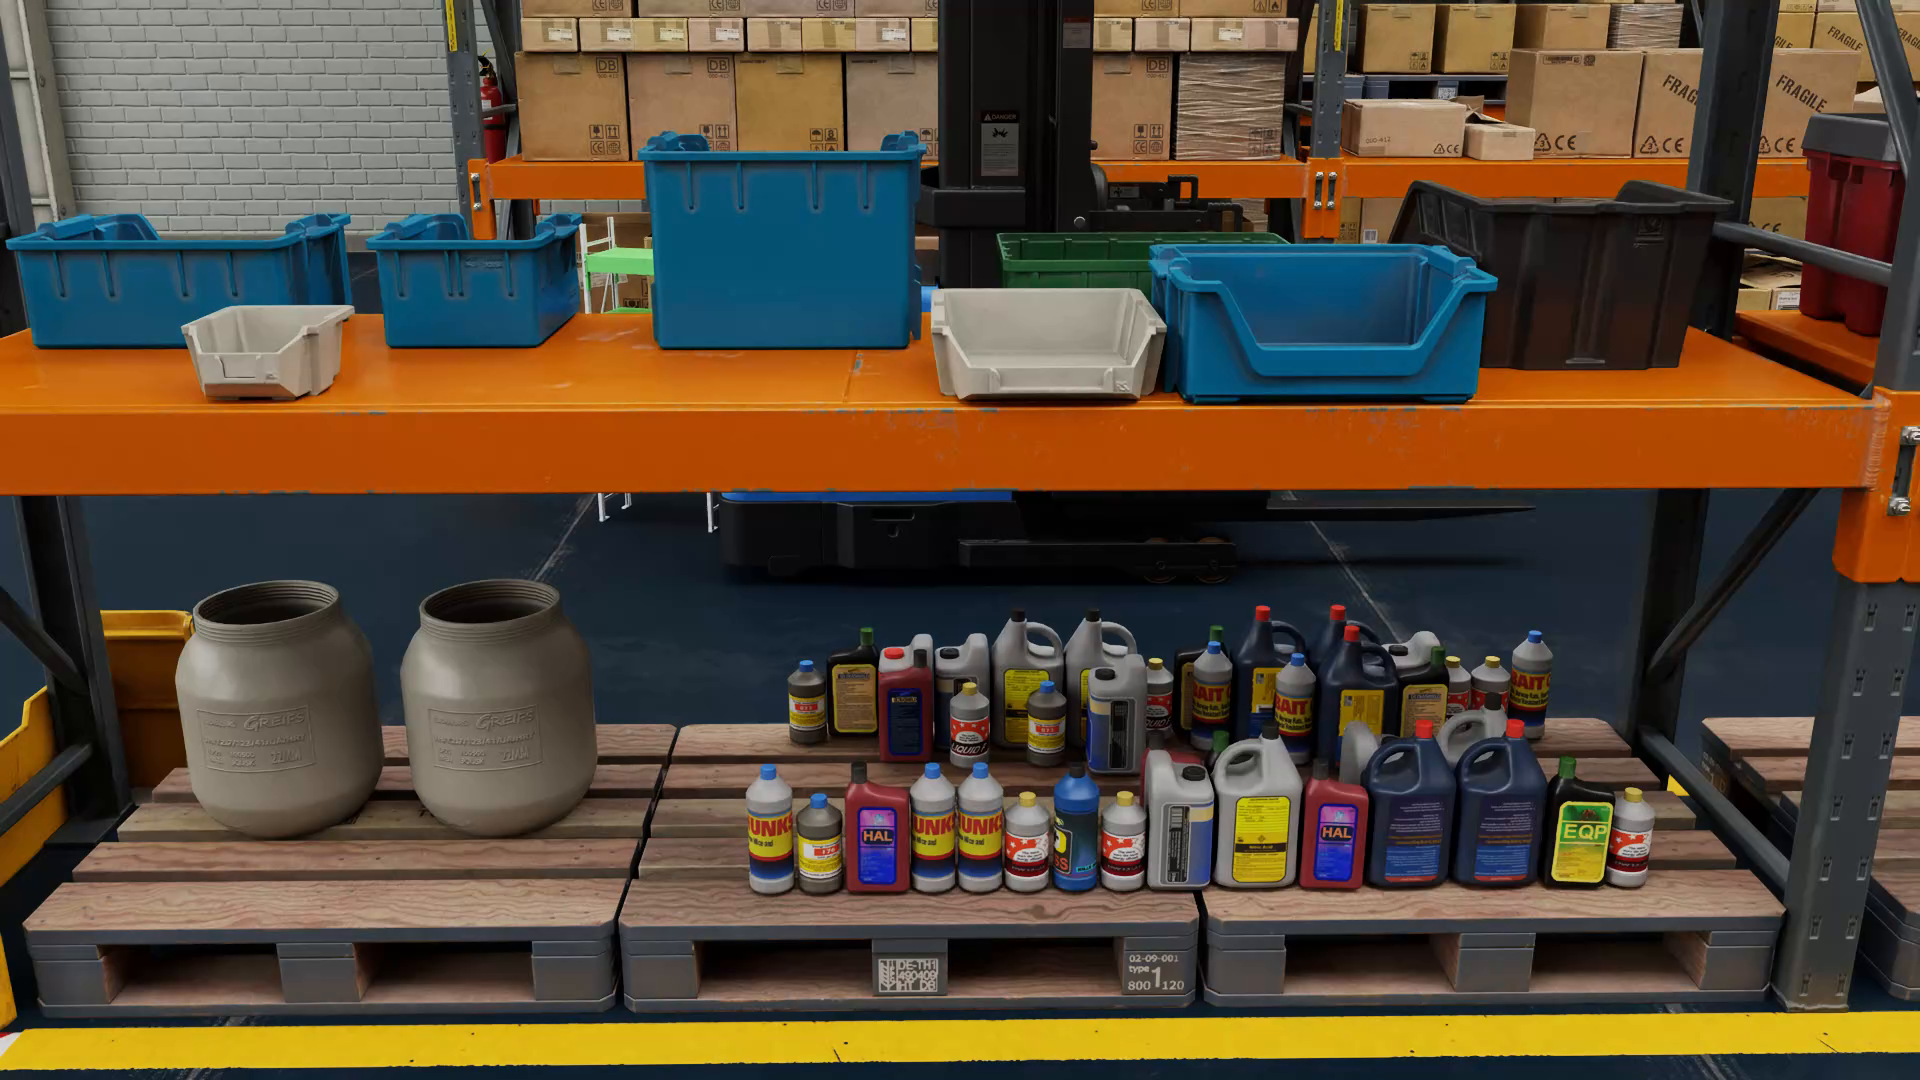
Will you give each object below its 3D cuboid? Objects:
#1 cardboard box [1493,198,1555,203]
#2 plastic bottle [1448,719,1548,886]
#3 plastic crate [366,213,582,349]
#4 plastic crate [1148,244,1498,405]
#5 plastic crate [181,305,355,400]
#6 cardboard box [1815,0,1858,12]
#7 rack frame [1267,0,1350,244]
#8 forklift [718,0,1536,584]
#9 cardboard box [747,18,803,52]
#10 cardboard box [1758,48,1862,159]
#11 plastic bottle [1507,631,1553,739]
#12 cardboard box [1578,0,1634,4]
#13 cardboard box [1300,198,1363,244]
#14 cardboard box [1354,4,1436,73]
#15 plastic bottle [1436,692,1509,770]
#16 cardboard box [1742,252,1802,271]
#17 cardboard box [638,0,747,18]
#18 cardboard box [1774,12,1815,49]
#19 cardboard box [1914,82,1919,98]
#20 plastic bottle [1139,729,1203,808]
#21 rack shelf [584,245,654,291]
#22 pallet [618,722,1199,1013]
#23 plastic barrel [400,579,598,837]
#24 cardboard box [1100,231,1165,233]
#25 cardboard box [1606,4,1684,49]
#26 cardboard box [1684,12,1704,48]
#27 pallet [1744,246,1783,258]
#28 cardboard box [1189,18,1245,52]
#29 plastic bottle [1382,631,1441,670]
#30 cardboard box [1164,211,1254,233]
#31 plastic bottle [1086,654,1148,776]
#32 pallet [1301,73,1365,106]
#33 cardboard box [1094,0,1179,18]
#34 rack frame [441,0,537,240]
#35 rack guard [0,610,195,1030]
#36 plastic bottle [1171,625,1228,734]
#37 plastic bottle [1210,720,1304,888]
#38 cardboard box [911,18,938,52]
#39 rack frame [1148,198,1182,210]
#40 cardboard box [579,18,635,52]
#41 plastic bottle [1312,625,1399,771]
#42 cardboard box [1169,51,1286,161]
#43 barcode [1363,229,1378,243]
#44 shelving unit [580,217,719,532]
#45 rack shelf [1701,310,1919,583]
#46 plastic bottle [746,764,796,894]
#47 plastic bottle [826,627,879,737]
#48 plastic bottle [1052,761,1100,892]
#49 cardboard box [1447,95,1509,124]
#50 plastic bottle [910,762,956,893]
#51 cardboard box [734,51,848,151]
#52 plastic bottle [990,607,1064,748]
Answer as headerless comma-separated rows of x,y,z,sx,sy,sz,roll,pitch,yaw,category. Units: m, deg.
4.389,-2.672,13.337,0.500,0.500,0.700,0,18,-1,cardboard box
1.142,0.549,3.541,0.185,0.351,0.144,-1,18,-2,plastic bottle
-1.073,-0.599,3.747,0.408,0.251,0.499,0,18,-1,plastic crate
0.680,-0.435,3.235,0.616,0.251,0.499,0,18,-1,plastic crate
-1.318,-0.355,3.175,0.250,0.136,0.298,0,18,-1,plastic crate
6.620,-4.121,12.572,0.500,0.250,0.500,-1,18,-2,cardboard box
1.707,-2.106,8.203,0.127,3.000,1.000,0,18,-1,rack frame
0.630,-1.399,6.110,3.031,2.935,1.130,0,18,-1,forklift
-0.864,-2.385,7.847,0.250,0.149,0.380,-1,18,-3,cardboard box
4.029,-2.160,8.207,0.500,0.500,0.500,-1,18,-4,cardboard box
1.456,0.364,4.249,0.097,0.271,0.097,0,18,0,plastic bottle
4.959,-4.188,12.746,0.250,0.149,0.380,-3,18,-10,cardboard box
2.877,-2.665,13.317,0.500,0.500,0.700,-1,18,-2,cardboard box
3.352,-3.882,12.854,0.500,0.500,0.700,2,18,7,cardboard box
1.140,0.505,3.678,0.185,0.351,0.144,0,18,-1,plastic bottle
4.143,-1.364,8.784,0.500,0.311,0.500,-1,18,-2,cardboard box
-1.246,-2.755,7.938,0.500,0.500,0.700,-1,18,-2,cardboard box
6.115,-3.762,12.680,0.500,0.500,0.500,0,18,1,cardboard box
7.244,-3.474,12.845,0.250,0.149,0.380,0,18,0,cardboard box
0.463,0.551,3.646,0.133,0.283,0.061,0,18,-1,plastic bottle
-1.194,-1.056,6.514,0.480,0.148,0.258,6,19,17,rack shelf
-0.113,0.731,3.922,1.213,0.211,1.003,0,18,-1,pallet
-1.060,0.381,3.833,0.421,0.512,0.421,0,18,0,plastic barrel
0.747,-1.286,8.233,0.500,0.500,0.500,0,18,-1,cardboard box
5.155,-3.890,12.881,0.500,0.500,0.700,-2,18,-7,cardboard box
6.093,-3.920,13.174,0.500,0.500,0.500,0,18,-1,cardboard box
6.414,-2.292,13.346,1.213,0.211,1.003,0,18,-1,pallet
1.192,-2.396,7.879,0.250,0.149,0.380,-1,18,-2,cardboard box
1.133,0.371,4.218,0.135,0.276,0.152,0,18,1,plastic bottle
1.239,-1.448,8.736,0.500,0.500,0.500,0,18,-1,cardboard box
0.382,0.419,4.069,0.135,0.276,0.152,0,18,-1,plastic bottle
2.392,-3.487,12.822,1.213,0.211,1.003,0,18,-1,pallet
0.759,-2.765,7.968,0.500,0.500,0.700,0,18,-1,cardboard box
-2.292,-2.087,8.143,0.127,3.000,1.000,0,18,-1,rack frame
-2.142,0.601,3.855,0.348,0.500,1.175,0,18,-1,rack guard
0.614,0.356,4.252,0.133,0.283,0.061,1,18,2,plastic bottle
0.628,0.552,3.533,0.185,0.351,0.144,0,18,-1,plastic bottle
-0.096,-2.388,7.856,0.250,0.149,0.380,0,18,1,cardboard box
1.625,-3.619,12.920,0.127,3.000,1.000,0,18,-1,rack frame
-1.632,-2.382,7.836,0.250,0.149,0.380,-1,18,-2,cardboard box
0.970,0.379,4.070,0.185,0.351,0.144,0,18,-1,plastic bottle
1.264,-2.150,8.175,0.500,0.500,0.700,-1,18,-2,cardboard box
1.969,-1.457,7.979,0.075,0.075,0.001,0,18,-1,barcode
-1.194,-0.660,6.641,0.503,1.200,0.258,6,19,17,shelving unit
3.782,-0.261,3.627,4.000,0.370,1.077,0,18,-1,rack shelf
-0.400,0.602,3.507,0.097,0.271,0.097,0,18,0,plastic bottle
-0.272,0.361,4.239,0.133,0.283,0.061,0,18,0,plastic bottle
0.245,0.599,3.517,0.097,0.271,0.097,0,18,0,plastic bottle
2.584,-2.103,8.412,0.258,0.266,0.396,-1,18,-2,cardboard box
-0.057,0.600,3.512,0.097,0.271,0.097,0,18,0,plastic bottle
-0.804,-2.138,8.137,0.500,0.500,0.700,0,18,0,cardboard box
0.168,0.339,4.196,0.185,0.351,0.144,0,18,1,plastic bottle
